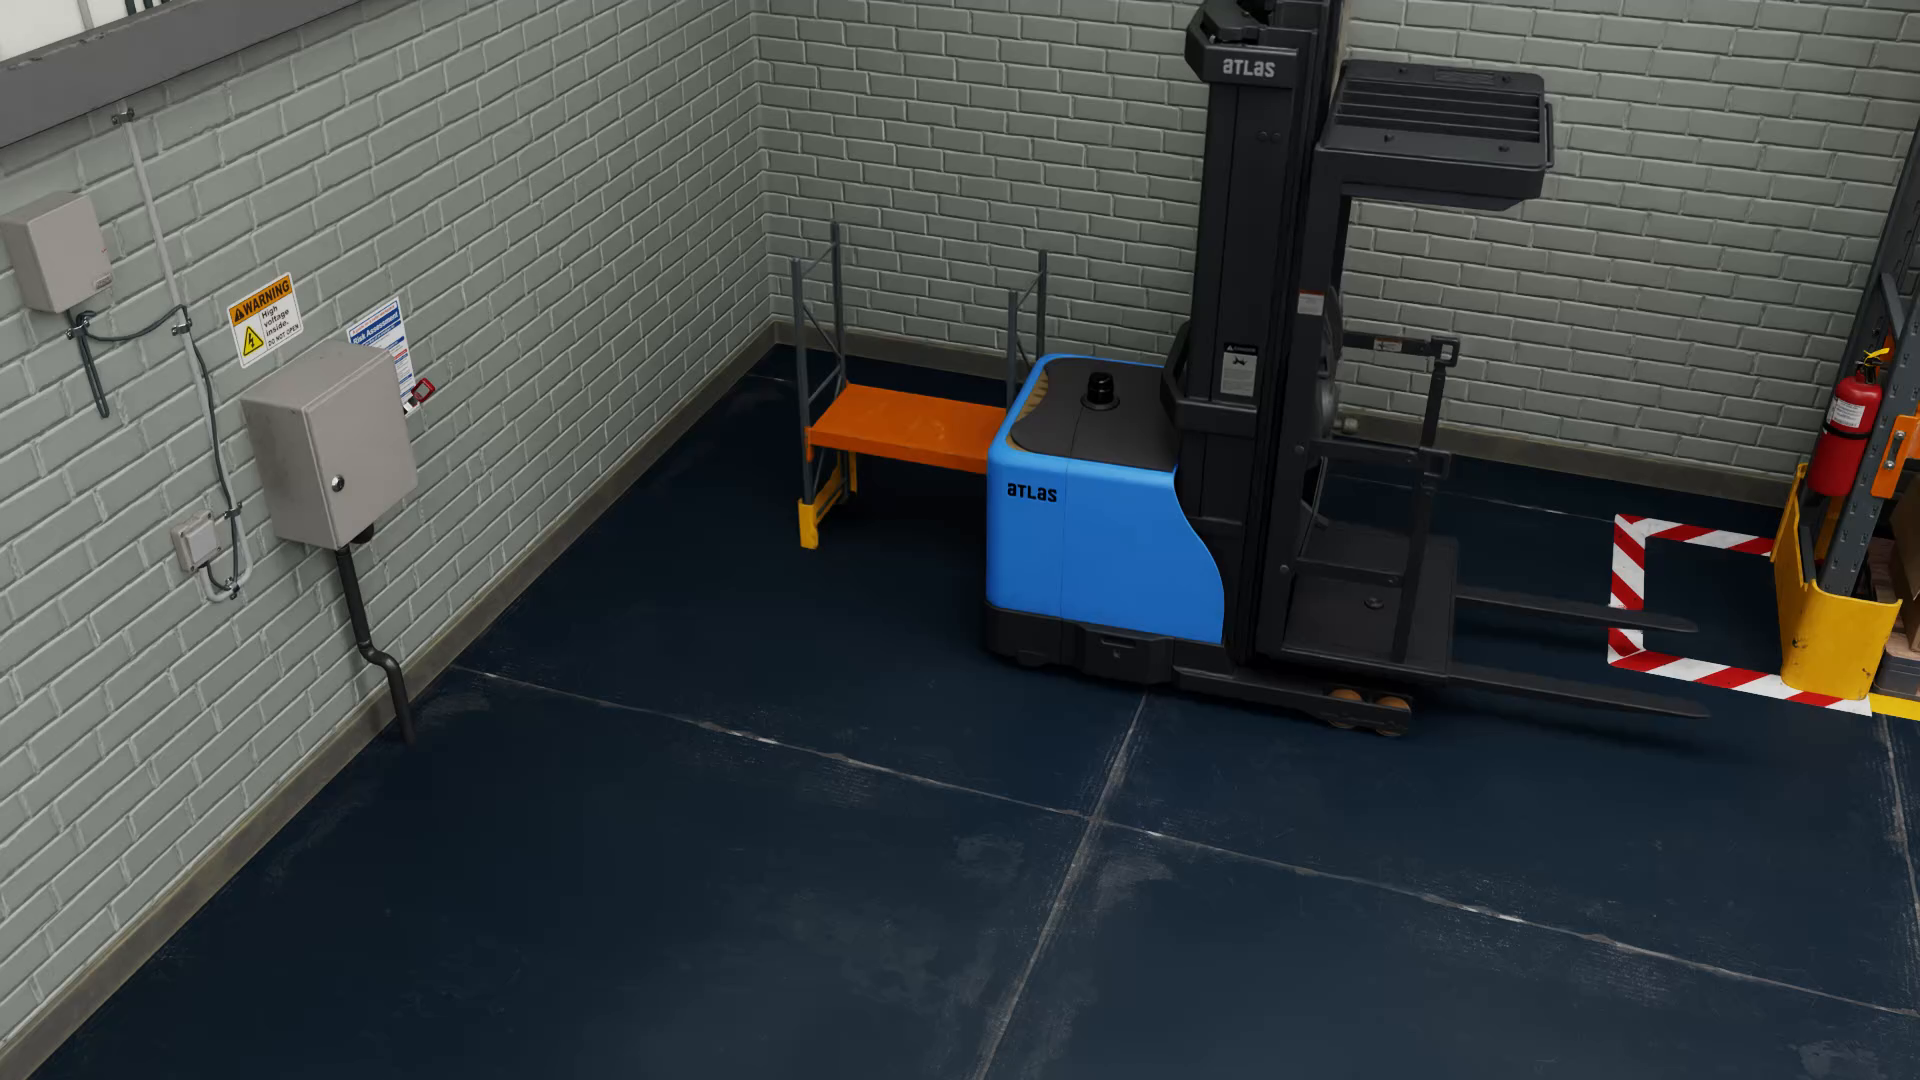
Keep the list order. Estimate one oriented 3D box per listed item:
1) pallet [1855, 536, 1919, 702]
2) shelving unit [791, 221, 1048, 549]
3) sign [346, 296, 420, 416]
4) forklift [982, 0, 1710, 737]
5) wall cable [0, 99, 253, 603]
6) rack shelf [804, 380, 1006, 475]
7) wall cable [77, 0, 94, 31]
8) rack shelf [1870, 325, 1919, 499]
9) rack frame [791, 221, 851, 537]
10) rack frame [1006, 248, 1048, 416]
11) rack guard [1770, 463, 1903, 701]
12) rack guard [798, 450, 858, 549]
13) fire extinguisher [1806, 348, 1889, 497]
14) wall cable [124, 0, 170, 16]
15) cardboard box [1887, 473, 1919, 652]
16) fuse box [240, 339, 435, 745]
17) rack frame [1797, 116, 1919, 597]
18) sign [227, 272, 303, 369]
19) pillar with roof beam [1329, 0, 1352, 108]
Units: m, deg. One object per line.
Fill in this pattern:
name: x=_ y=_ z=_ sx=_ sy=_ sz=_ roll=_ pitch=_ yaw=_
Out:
pallet: x=4.698 y=0.431 z=7.388 sx=1.213 sy=0.211 sz=1.003 roll=11 pitch=34 yaw=16
shelving unit: x=-0.187 y=-0.652 z=7.878 sx=1.083 sy=1.500 sz=0.587 roll=10 pitch=34 yaw=16
sign: x=-2.294 y=-0.681 z=6.627 sx=0.001 sy=0.494 sz=0.329 roll=11 pitch=34 yaw=16
forklift: x=1.674 y=-0.729 z=6.677 sx=3.031 sy=2.935 sz=1.130 roll=9 pitch=34 yaw=13
wall cable: x=-2.644 y=-0.538 z=5.381 sx=0.122 sy=1.984 sz=0.588 roll=11 pitch=34 yaw=16
rack shelf: x=-0.179 y=-0.500 z=7.973 sx=1.000 sy=0.185 sz=0.538 roll=10 pitch=34 yaw=16
wall cable: x=-2.989 y=-2.166 z=3.308 sx=0.029 sy=3.000 sz=2.355 roll=11 pitch=34 yaw=16
rack shelf: x=5.758 y=-0.232 z=6.507 sx=4.000 sy=0.370 sz=1.077 roll=11 pitch=34 yaw=16
rack frame: x=-0.660 y=-0.740 z=8.013 sx=0.032 sy=1.500 sz=0.500 roll=10 pitch=34 yaw=16
rack frame: x=0.302 y=-0.562 z=7.737 sx=0.032 sy=1.500 sz=0.500 roll=10 pitch=34 yaw=16
rack guard: x=3.947 y=0.164 z=7.535 sx=0.348 sy=0.500 sz=1.175 roll=11 pitch=34 yaw=16
rack guard: x=-0.659 y=-0.214 z=8.352 sx=0.087 sy=0.250 sz=0.587 roll=10 pitch=34 yaw=16
fire extinguisher: x=3.581 y=-0.502 z=6.677 sx=0.183 sy=0.674 sz=0.296 roll=11 pitch=34 yaw=16
wall cable: x=-2.014 y=-3.597 z=5.491 sx=0.133 sy=3.039 sz=2.988 roll=11 pitch=34 yaw=16
cardboard box: x=4.419 y=0.133 z=7.194 sx=0.637 sy=0.503 sz=0.797 roll=10 pitch=34 yaw=15
fuse box: x=-2.266 y=0.111 z=6.501 sx=0.414 sy=1.711 sz=0.539 roll=11 pitch=34 yaw=16
rack frame: x=3.875 y=-0.900 z=6.879 sx=0.127 sy=3.000 sz=1.000 roll=11 pitch=34 yaw=16
sign: x=-2.479 y=-0.787 z=5.943 sx=0.001 sy=0.242 sz=0.339 roll=11 pitch=34 yaw=16
pillar with roof beam: x=0.189 y=-2.176 z=3.324 sx=0.400 sy=9.000 sz=9.100 roll=11 pitch=34 yaw=16
